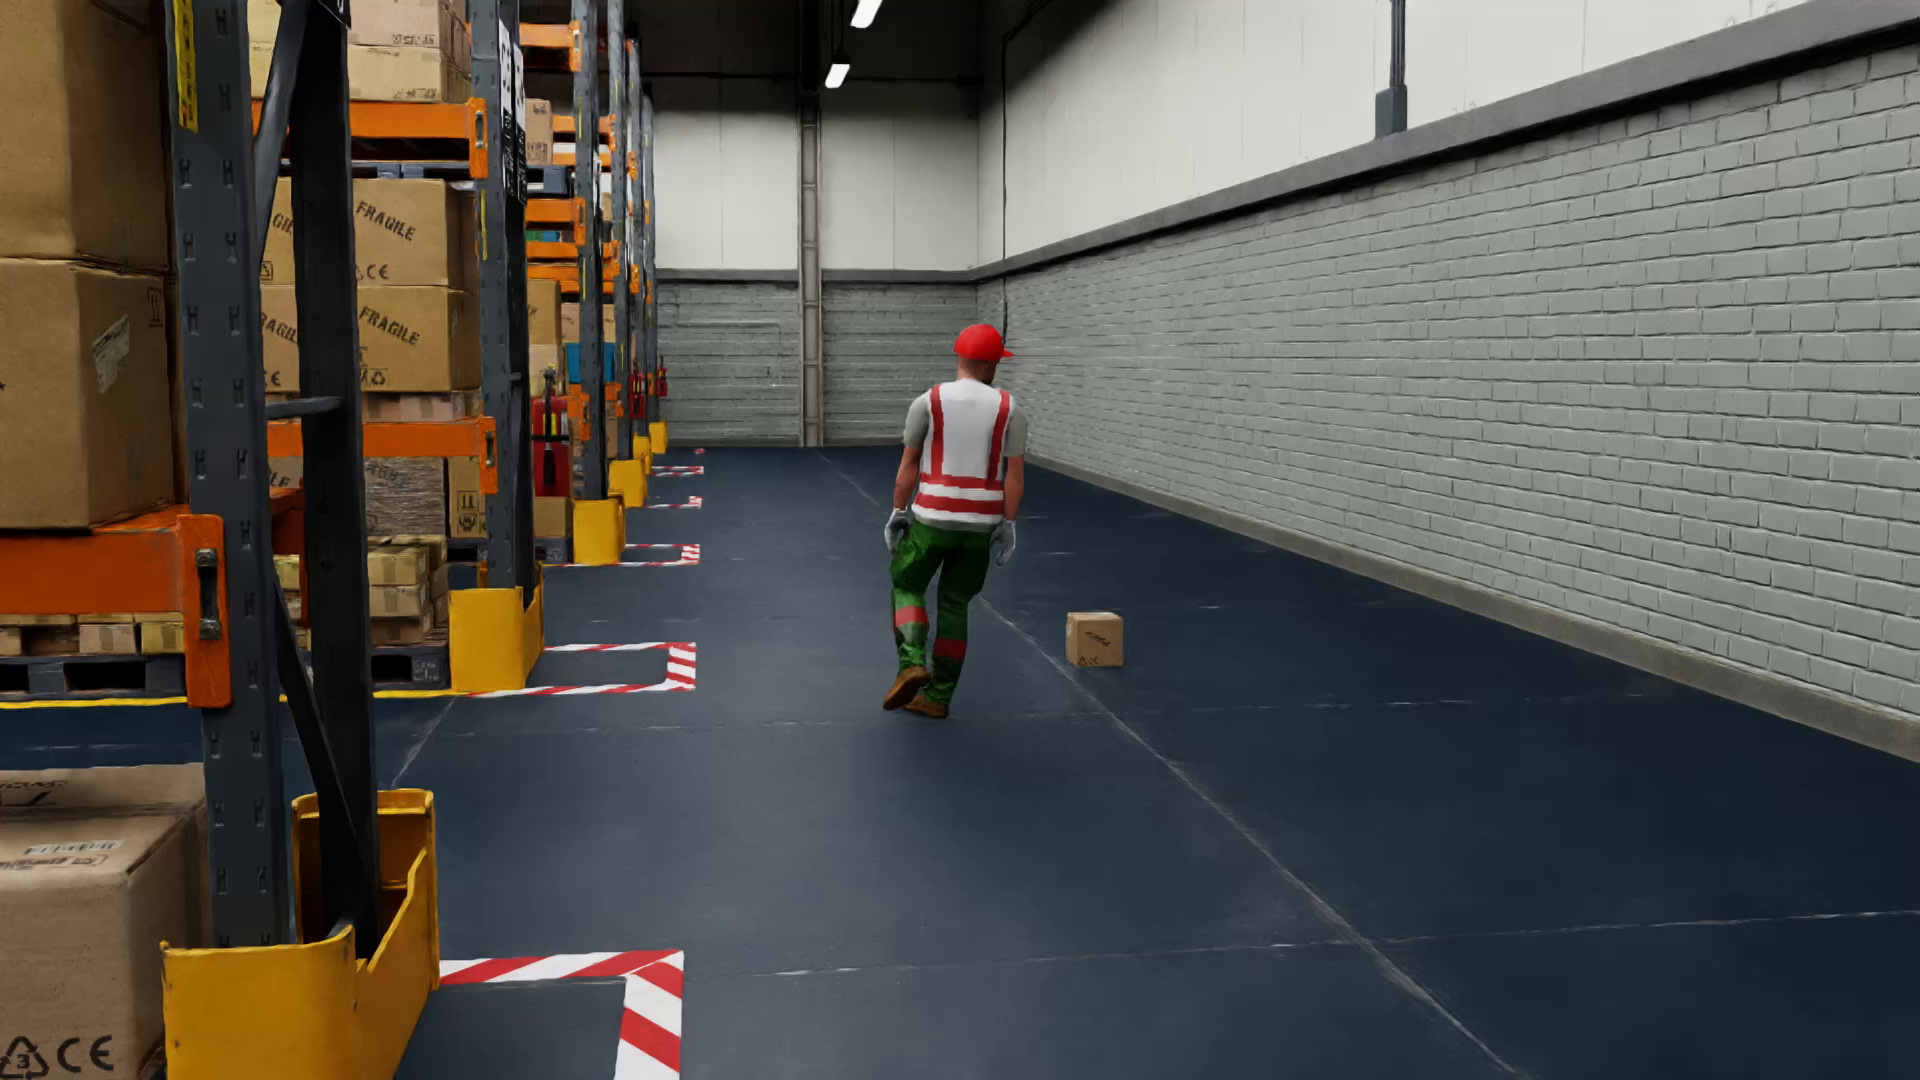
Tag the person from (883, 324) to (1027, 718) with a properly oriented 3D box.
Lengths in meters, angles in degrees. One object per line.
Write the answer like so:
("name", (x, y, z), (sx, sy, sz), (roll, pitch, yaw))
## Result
("person", (-0.040, -0.075, 7.398), (0.649, 1.762, 0.516), (-1, 7, -12))
